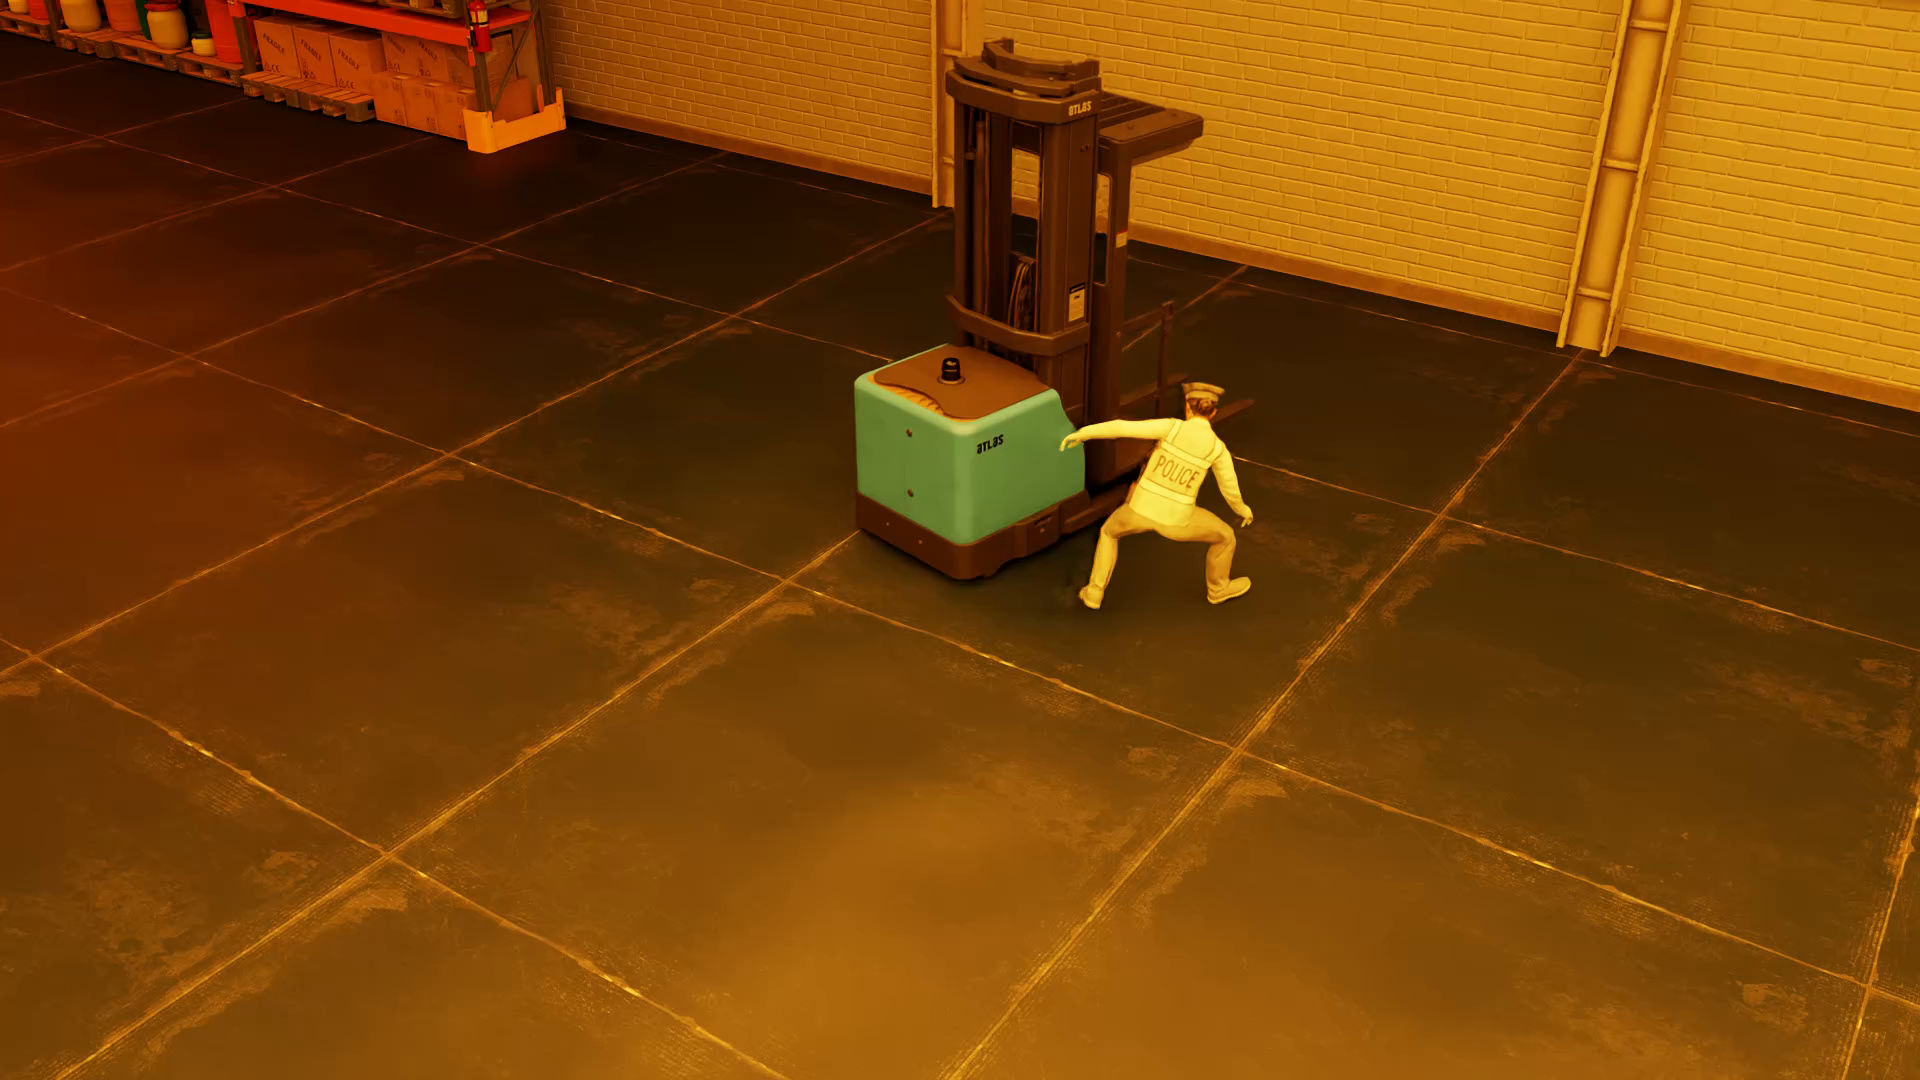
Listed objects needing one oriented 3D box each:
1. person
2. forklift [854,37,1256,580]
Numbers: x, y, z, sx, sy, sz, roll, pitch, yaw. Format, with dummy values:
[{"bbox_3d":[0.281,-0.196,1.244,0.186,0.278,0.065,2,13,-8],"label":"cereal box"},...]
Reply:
[{"bbox_3d":[1.120,-0.221,9.471,1.097,1.419,0.698,9,31,15],"label":"person"},{"bbox_3d":[0.759,-1.656,10.434,3.031,2.935,1.130,-25,39,-36],"label":"forklift"}]
